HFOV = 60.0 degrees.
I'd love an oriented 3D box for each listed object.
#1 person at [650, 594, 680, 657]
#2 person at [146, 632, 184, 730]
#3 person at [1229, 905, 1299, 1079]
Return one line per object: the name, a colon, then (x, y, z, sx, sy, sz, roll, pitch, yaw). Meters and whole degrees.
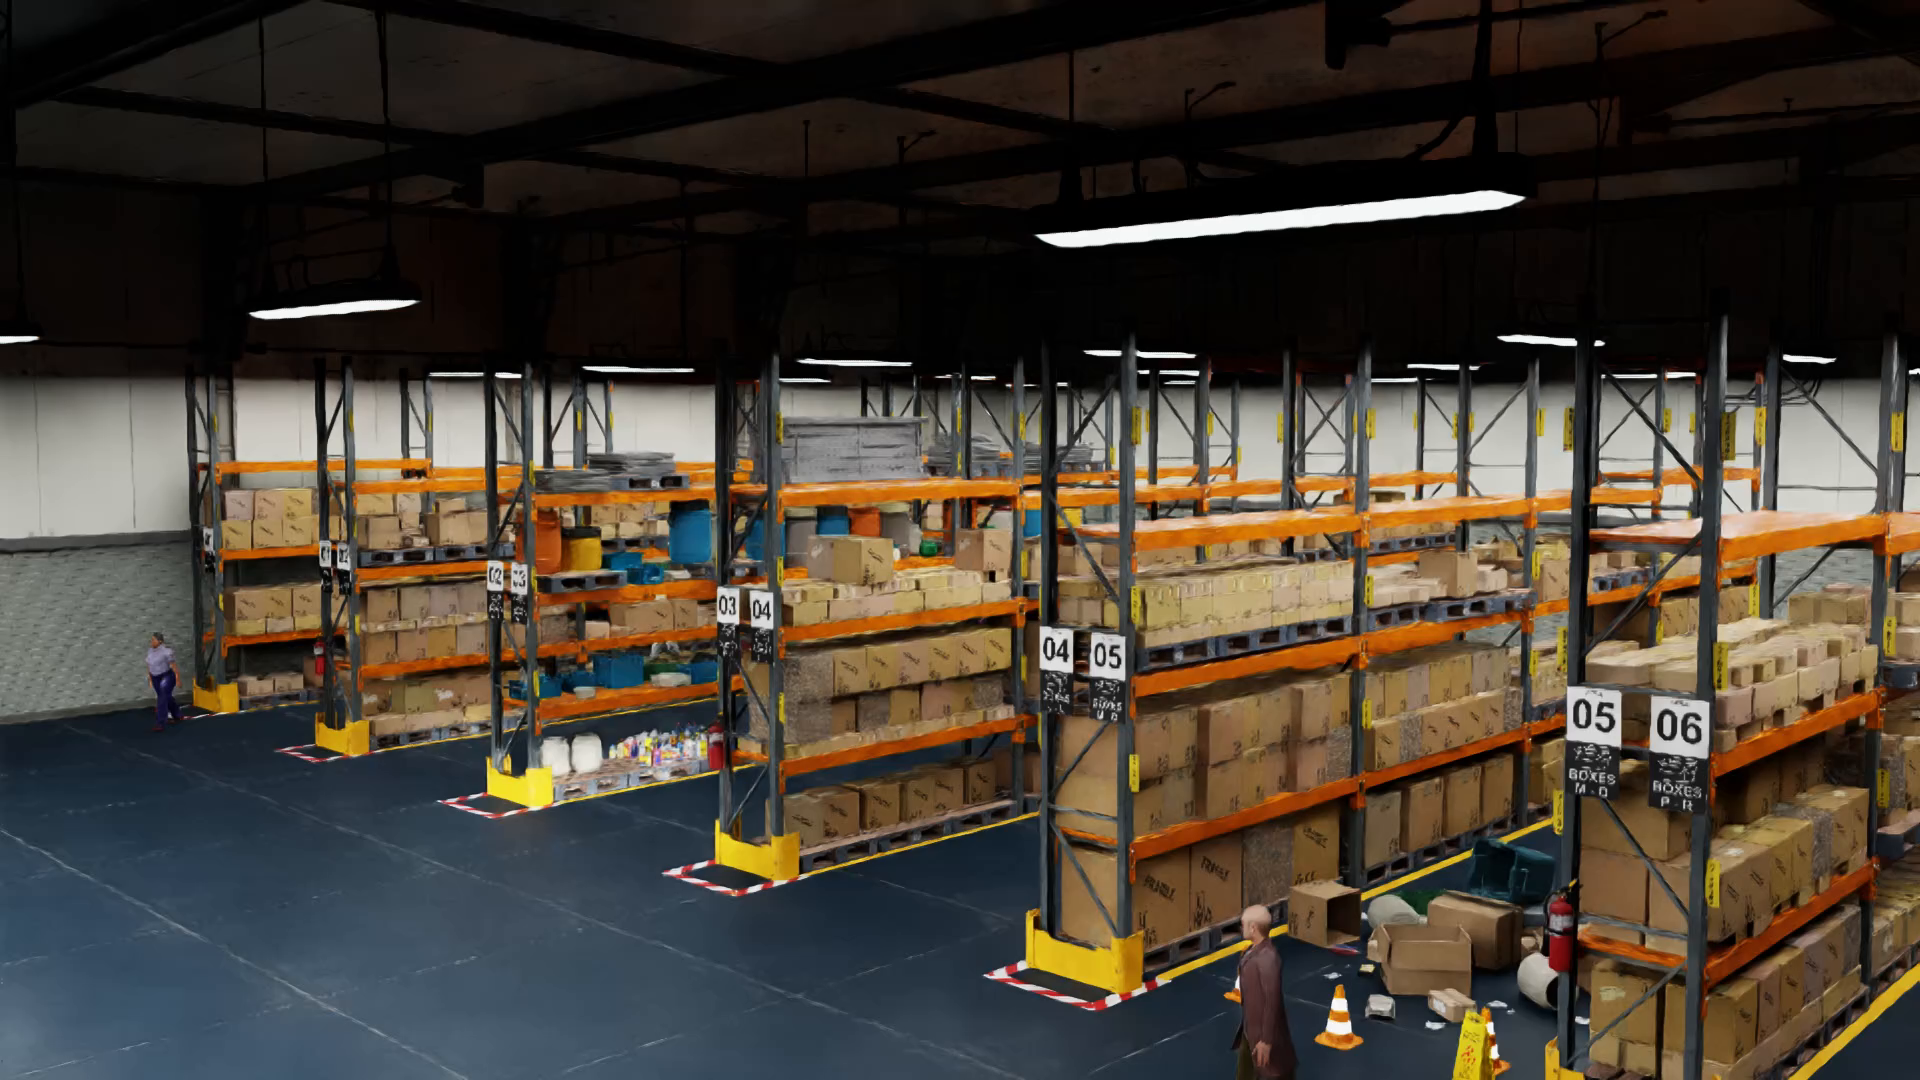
person: (-5.670, 1.863, 31.778, 0.550, 1.709, 1.128, 4, 6, 42)
person: (-13.078, 2.292, 27.265, 0.516, 1.581, 0.942, 2, 5, 21)
person: (2.136, 3.406, 11.496, 0.655, 1.769, 0.607, 0, 4, -1)
